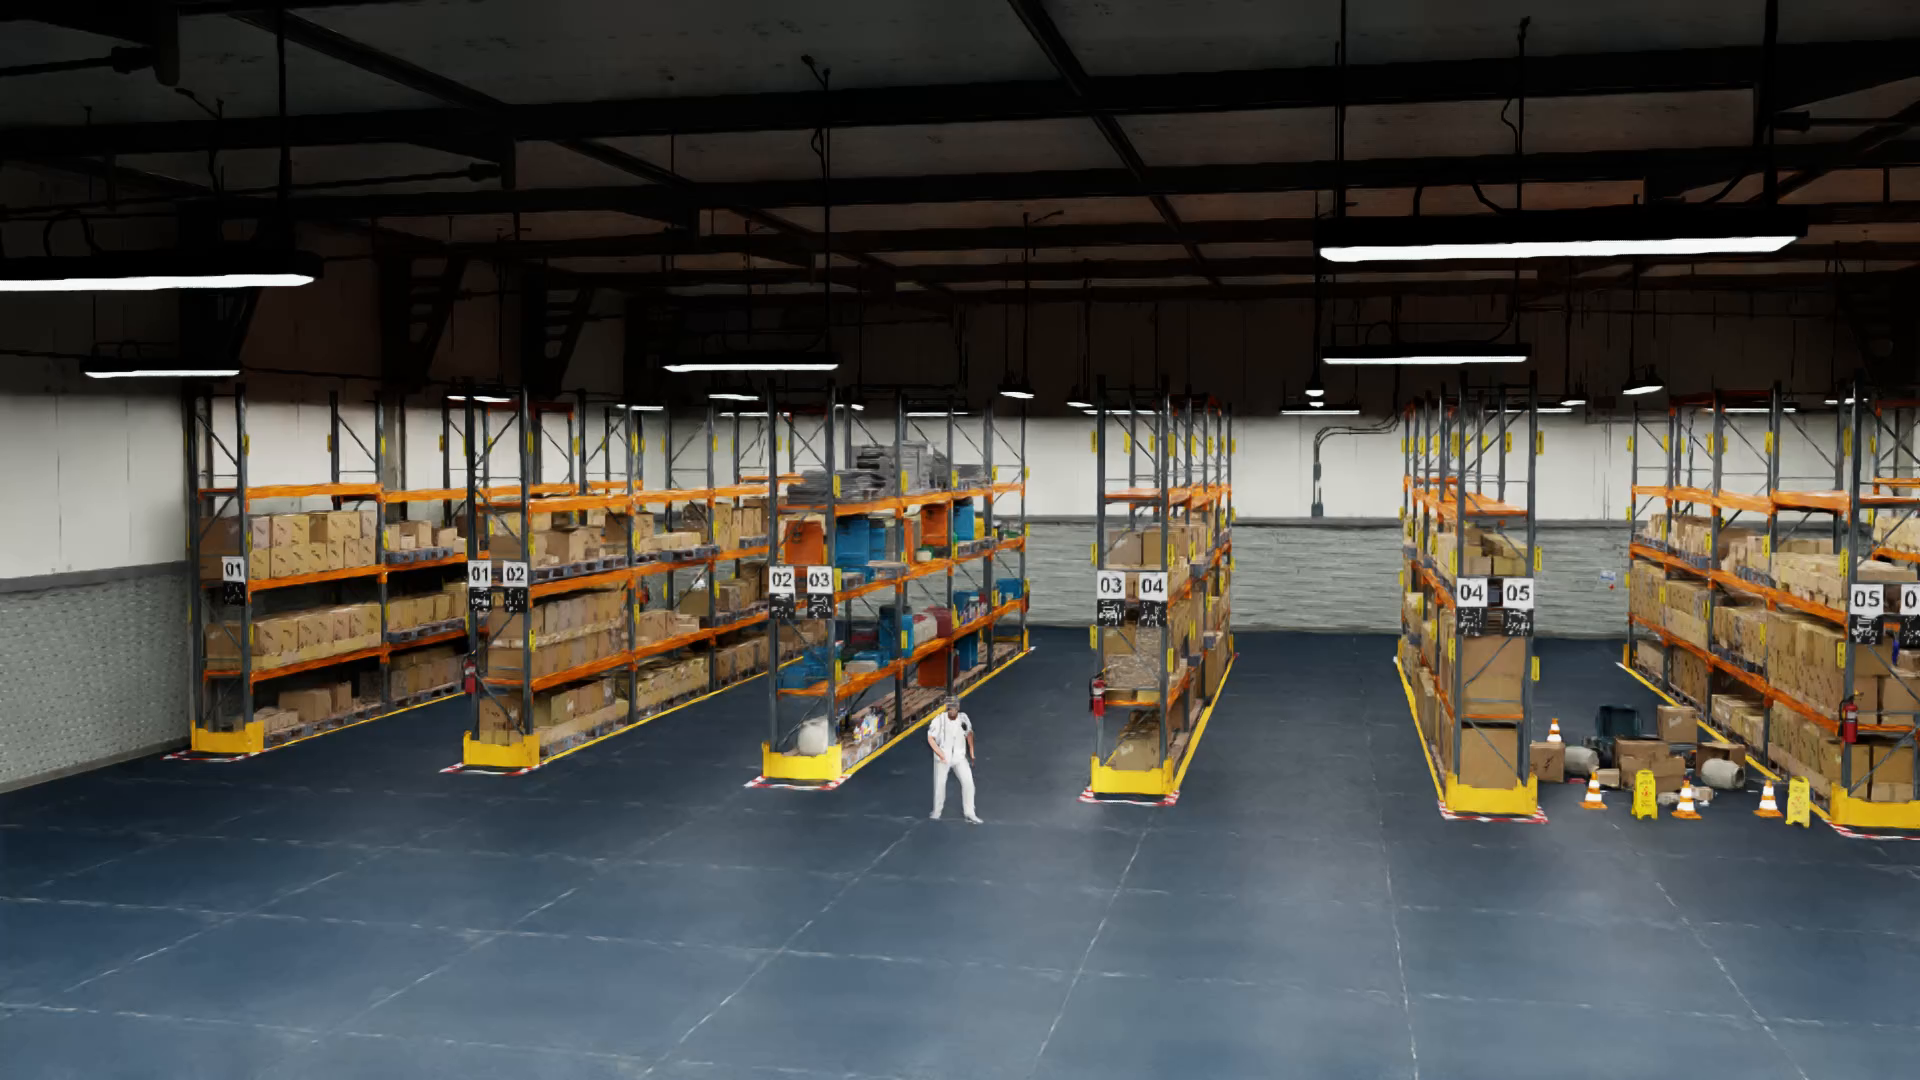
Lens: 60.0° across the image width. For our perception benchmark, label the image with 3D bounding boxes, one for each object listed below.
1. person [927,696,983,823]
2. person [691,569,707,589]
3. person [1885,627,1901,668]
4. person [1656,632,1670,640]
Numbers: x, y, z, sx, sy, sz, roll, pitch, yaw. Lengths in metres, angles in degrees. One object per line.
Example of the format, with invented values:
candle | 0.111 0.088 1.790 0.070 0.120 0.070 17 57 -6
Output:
person | -0.096 2.884 22.075 0.701 1.696 0.815 0 3 -8
person | -7.178 1.607 45.051 0.666 1.657 0.471 -2 4 -32
person | 17.028 2.426 30.474 0.557 1.638 0.588 2 4 36
person | 17.605 1.743 41.620 0.573 1.775 0.573 -3 4 -42
